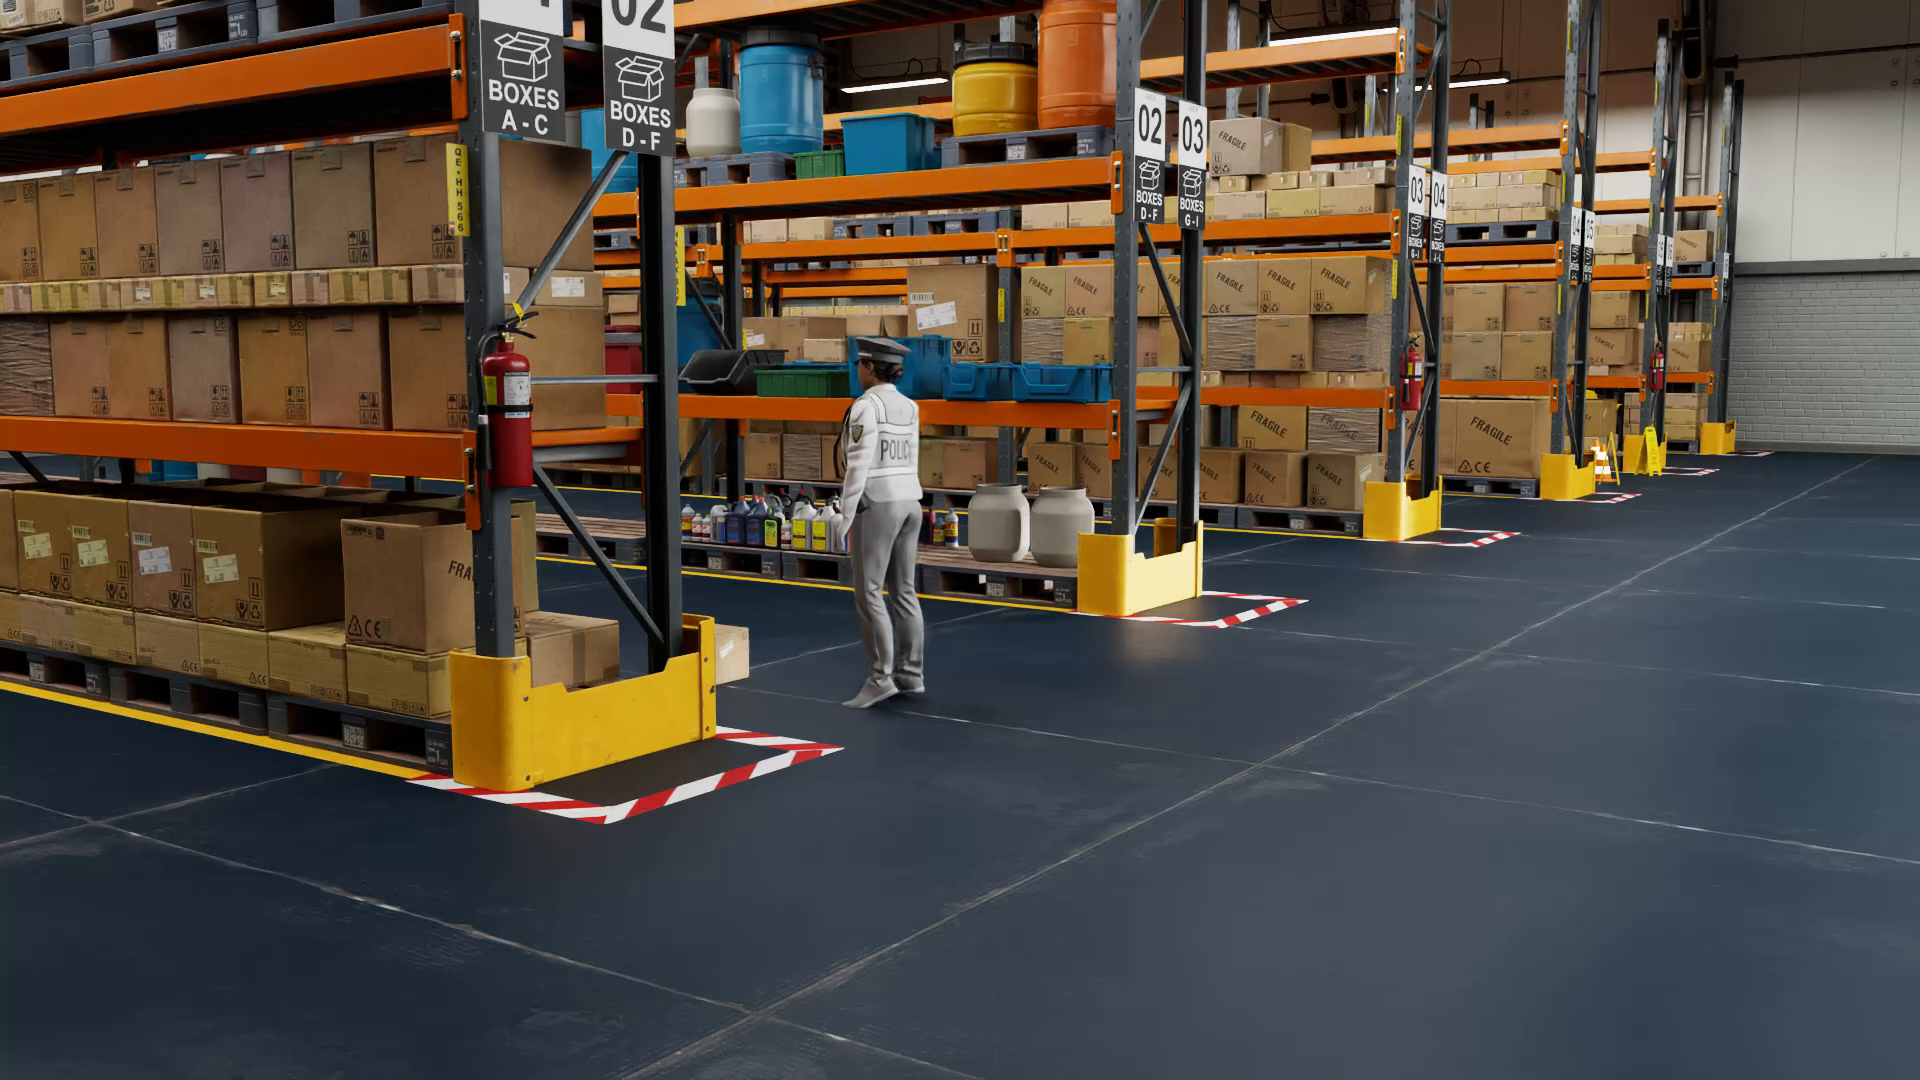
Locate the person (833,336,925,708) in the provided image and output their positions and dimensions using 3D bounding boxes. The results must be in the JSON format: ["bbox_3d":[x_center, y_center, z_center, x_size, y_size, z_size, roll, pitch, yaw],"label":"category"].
[{"bbox_3d":[-0.363,-0.074,7.704,0.354,1.731,0.512,4,8,34],"label":"person"}]
